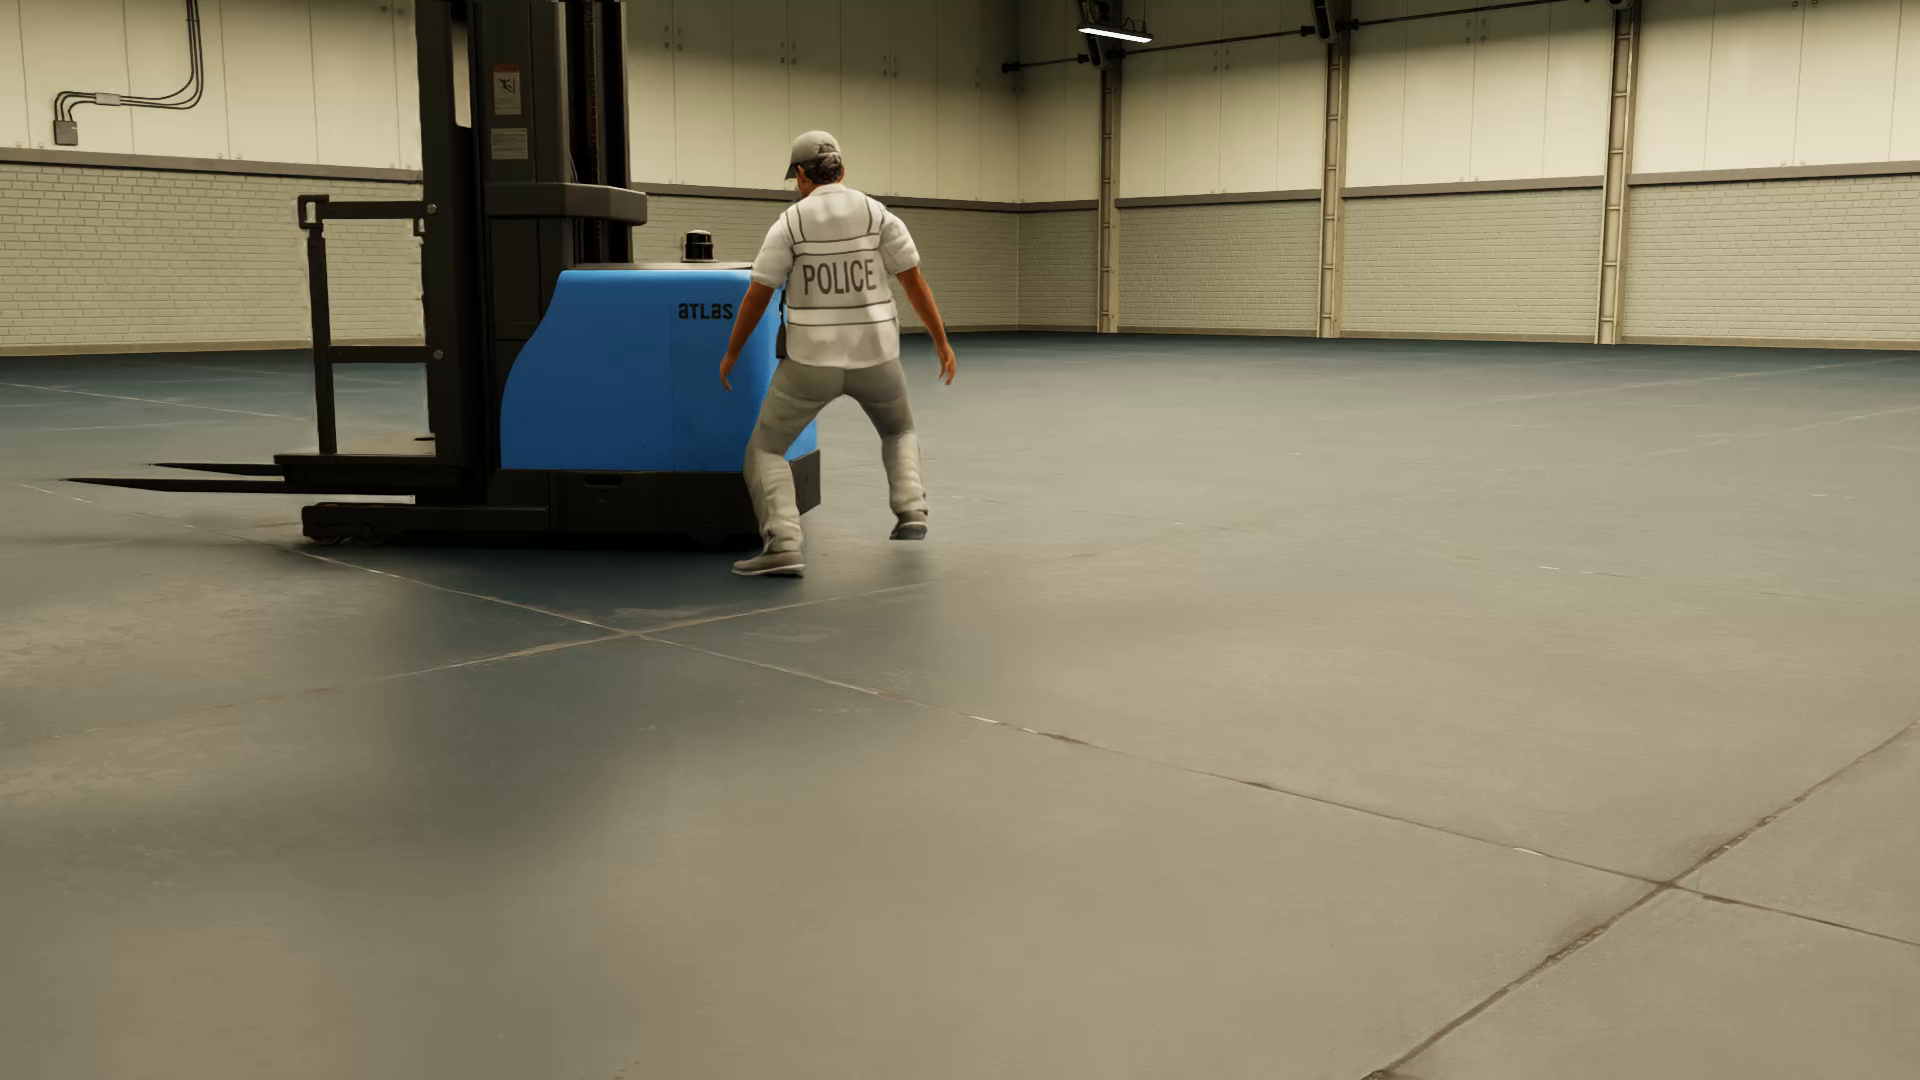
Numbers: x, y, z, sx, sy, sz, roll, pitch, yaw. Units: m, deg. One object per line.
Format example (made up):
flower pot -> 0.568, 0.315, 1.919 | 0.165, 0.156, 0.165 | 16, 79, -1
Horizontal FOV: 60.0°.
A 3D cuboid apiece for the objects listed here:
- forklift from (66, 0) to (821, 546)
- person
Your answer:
forklift -> -2.168, -1.502, 6.848 | 3.031, 2.935, 1.130 | 1, 9, 7
person -> -0.441, -0.676, 6.028 | 0.850, 1.575, 0.541 | -2, 9, -11
